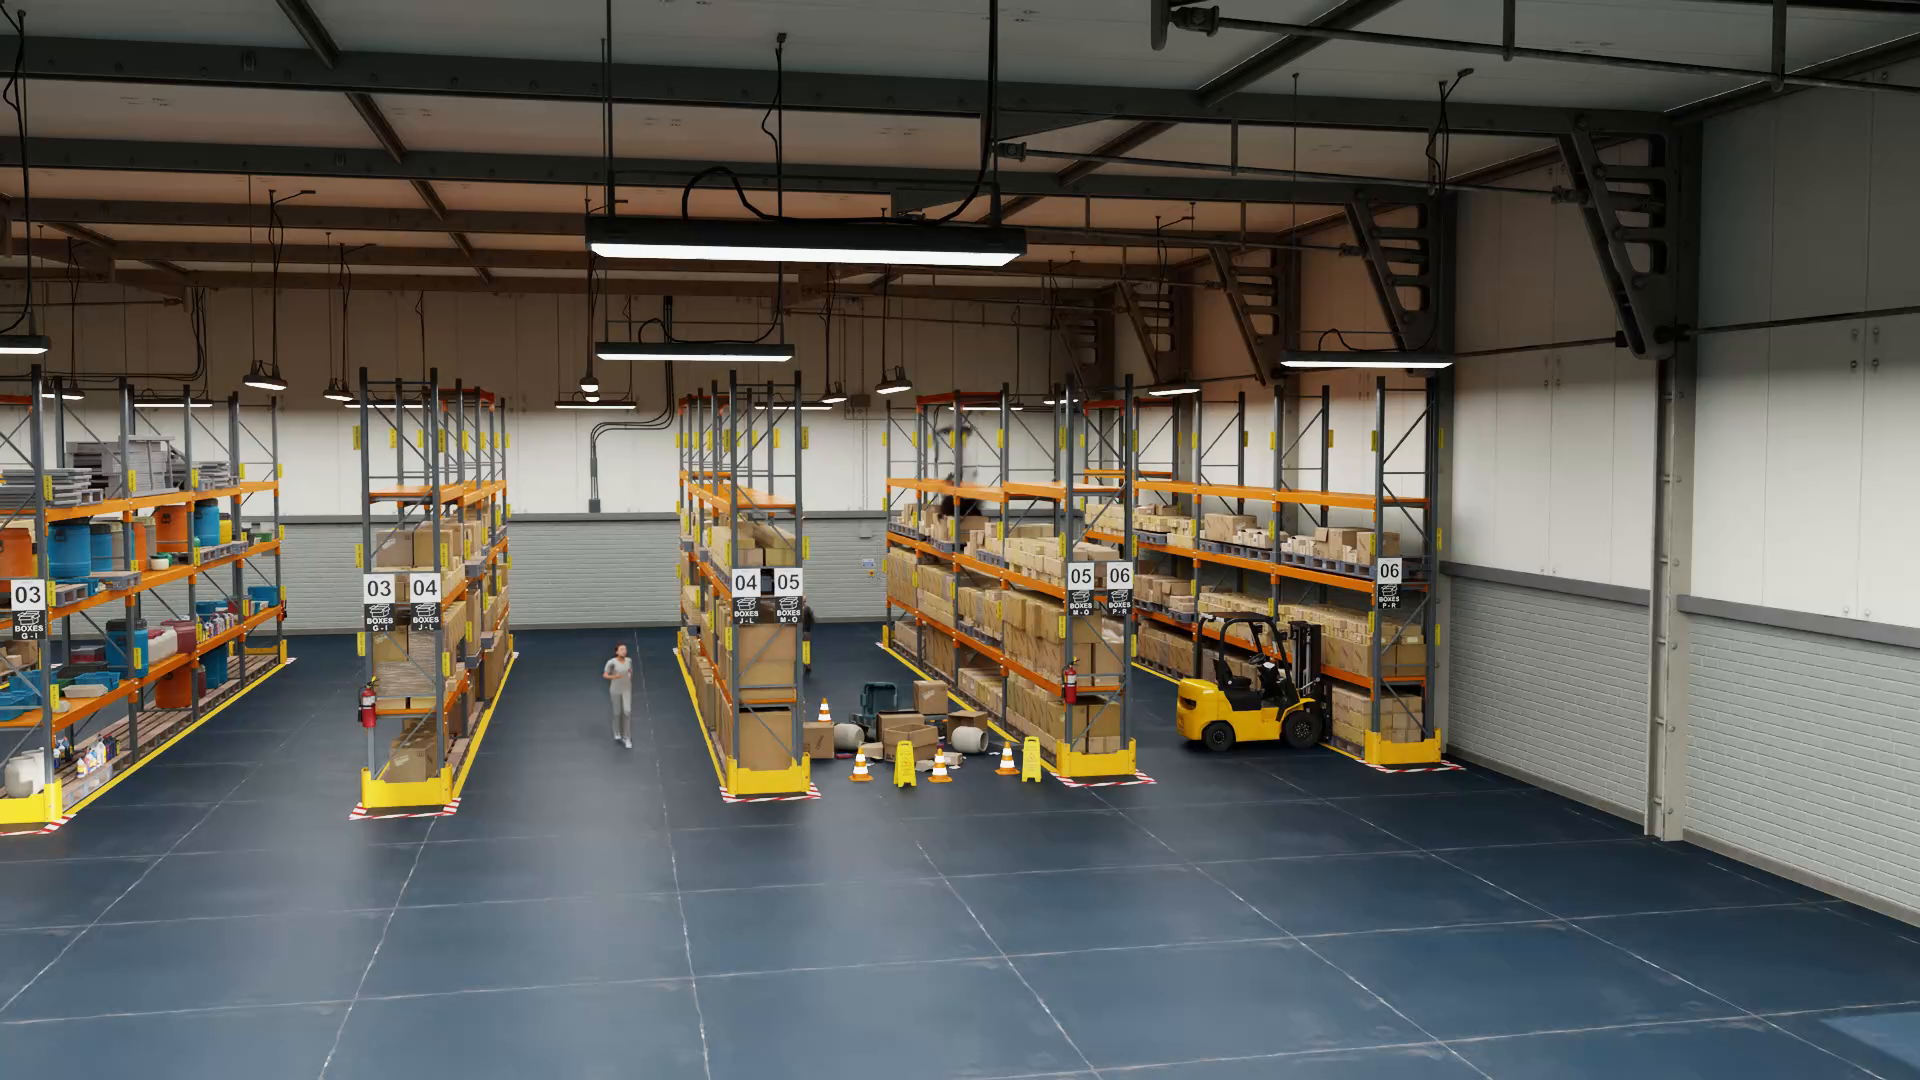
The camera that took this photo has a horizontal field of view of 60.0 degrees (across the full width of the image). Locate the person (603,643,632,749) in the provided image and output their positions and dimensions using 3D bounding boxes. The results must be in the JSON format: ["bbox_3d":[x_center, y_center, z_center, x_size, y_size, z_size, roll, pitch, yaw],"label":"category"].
[{"bbox_3d":[-5.619,2.540,27.390,0.543,1.721,0.825,-2,4,-25],"label":"person"}]

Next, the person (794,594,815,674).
[{"bbox_3d":[-3.417,2.034,35.522,0.661,1.757,0.878,-1,3,-11],"label":"person"}]
